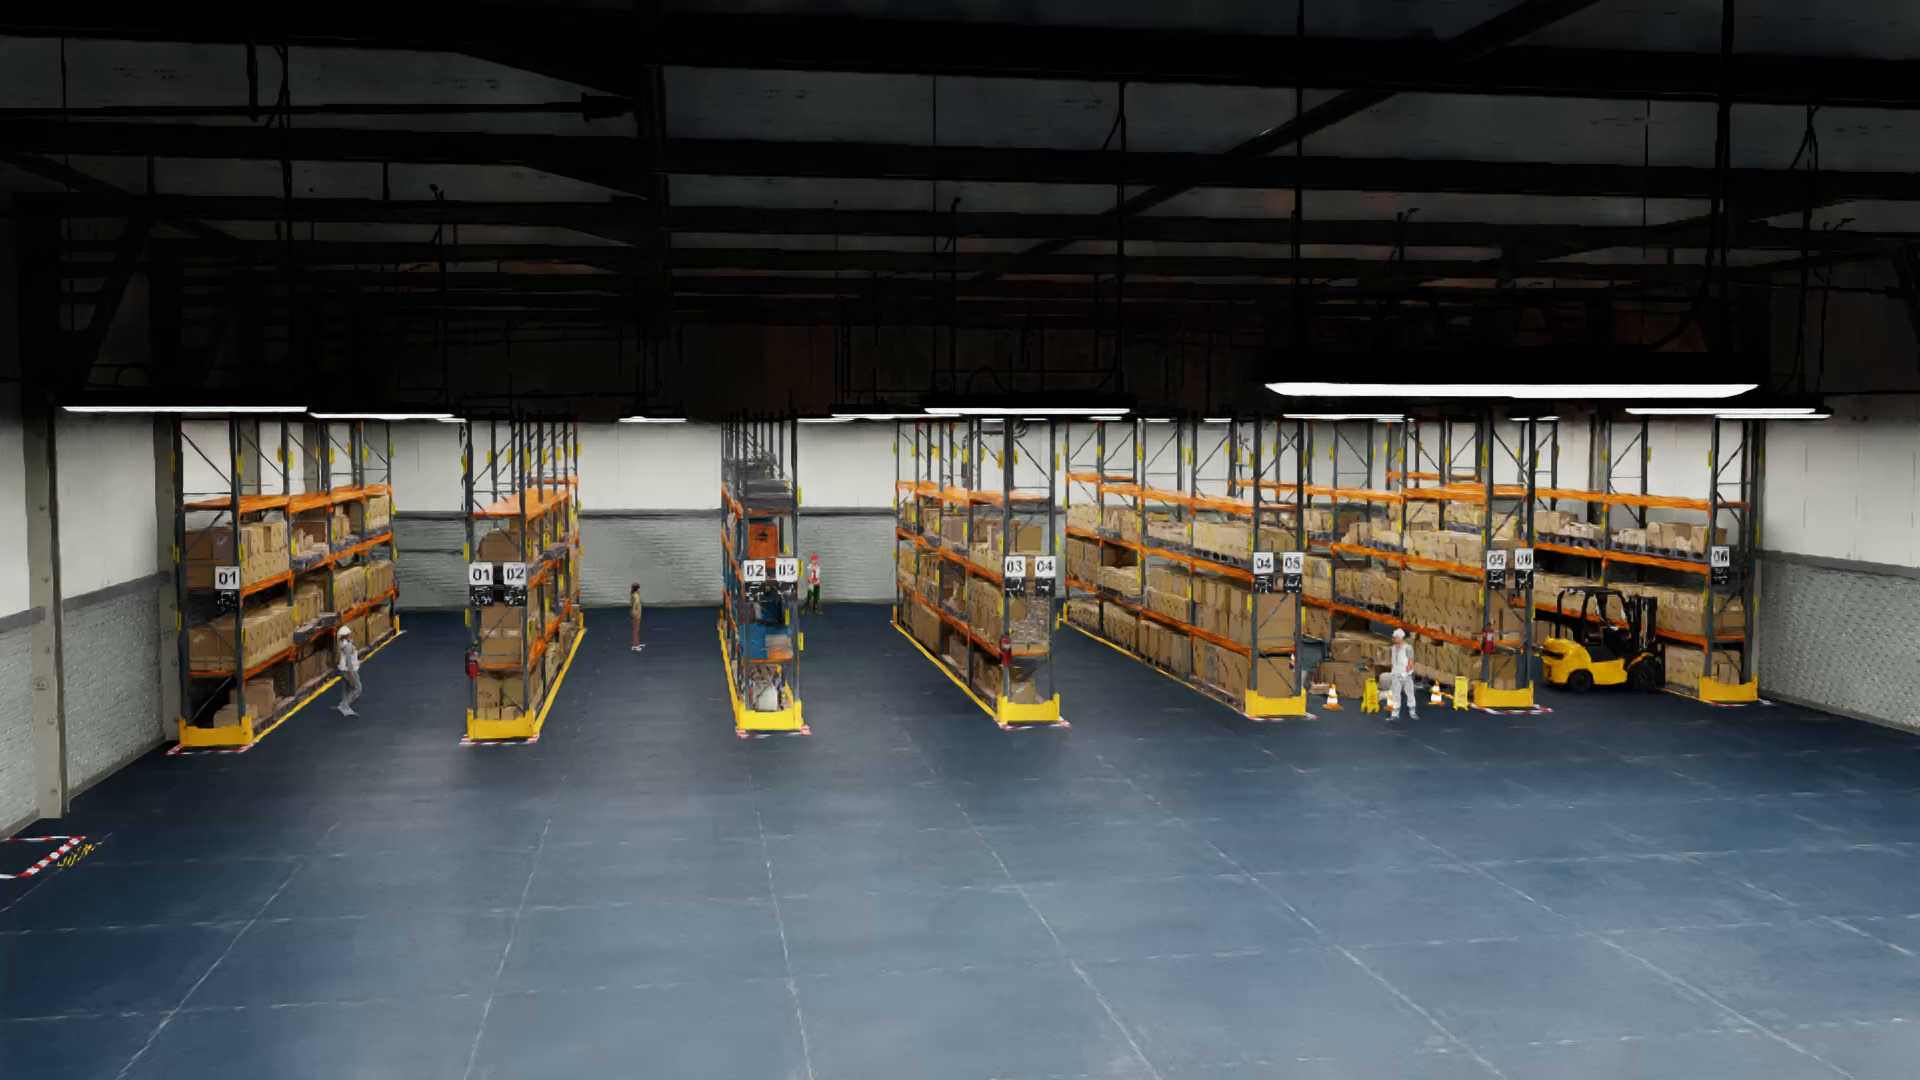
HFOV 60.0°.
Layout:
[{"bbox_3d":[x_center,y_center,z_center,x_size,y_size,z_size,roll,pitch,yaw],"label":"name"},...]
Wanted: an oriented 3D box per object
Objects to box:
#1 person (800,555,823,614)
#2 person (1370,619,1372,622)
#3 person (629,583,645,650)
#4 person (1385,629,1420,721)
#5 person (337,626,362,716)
[{"bbox_3d":[-4.486,1.343,50.111,0.487,1.787,0.705,3,5,34],"label":"person"},{"bbox_3d":[11.624,1.620,47.865,0.447,1.572,0.473,0,4,4],"label":"person"},{"bbox_3d":[-8.174,1.928,42.196,0.454,1.679,0.537,-2,5,-31],"label":"person"},{"bbox_3d":[8.531,2.602,32.086,0.712,1.784,0.557,-4,5,-42],"label":"person"},{"bbox_3d":[-11.999,2.566,32.559,0.444,1.769,0.569,-3,5,-37],"label":"person"}]
